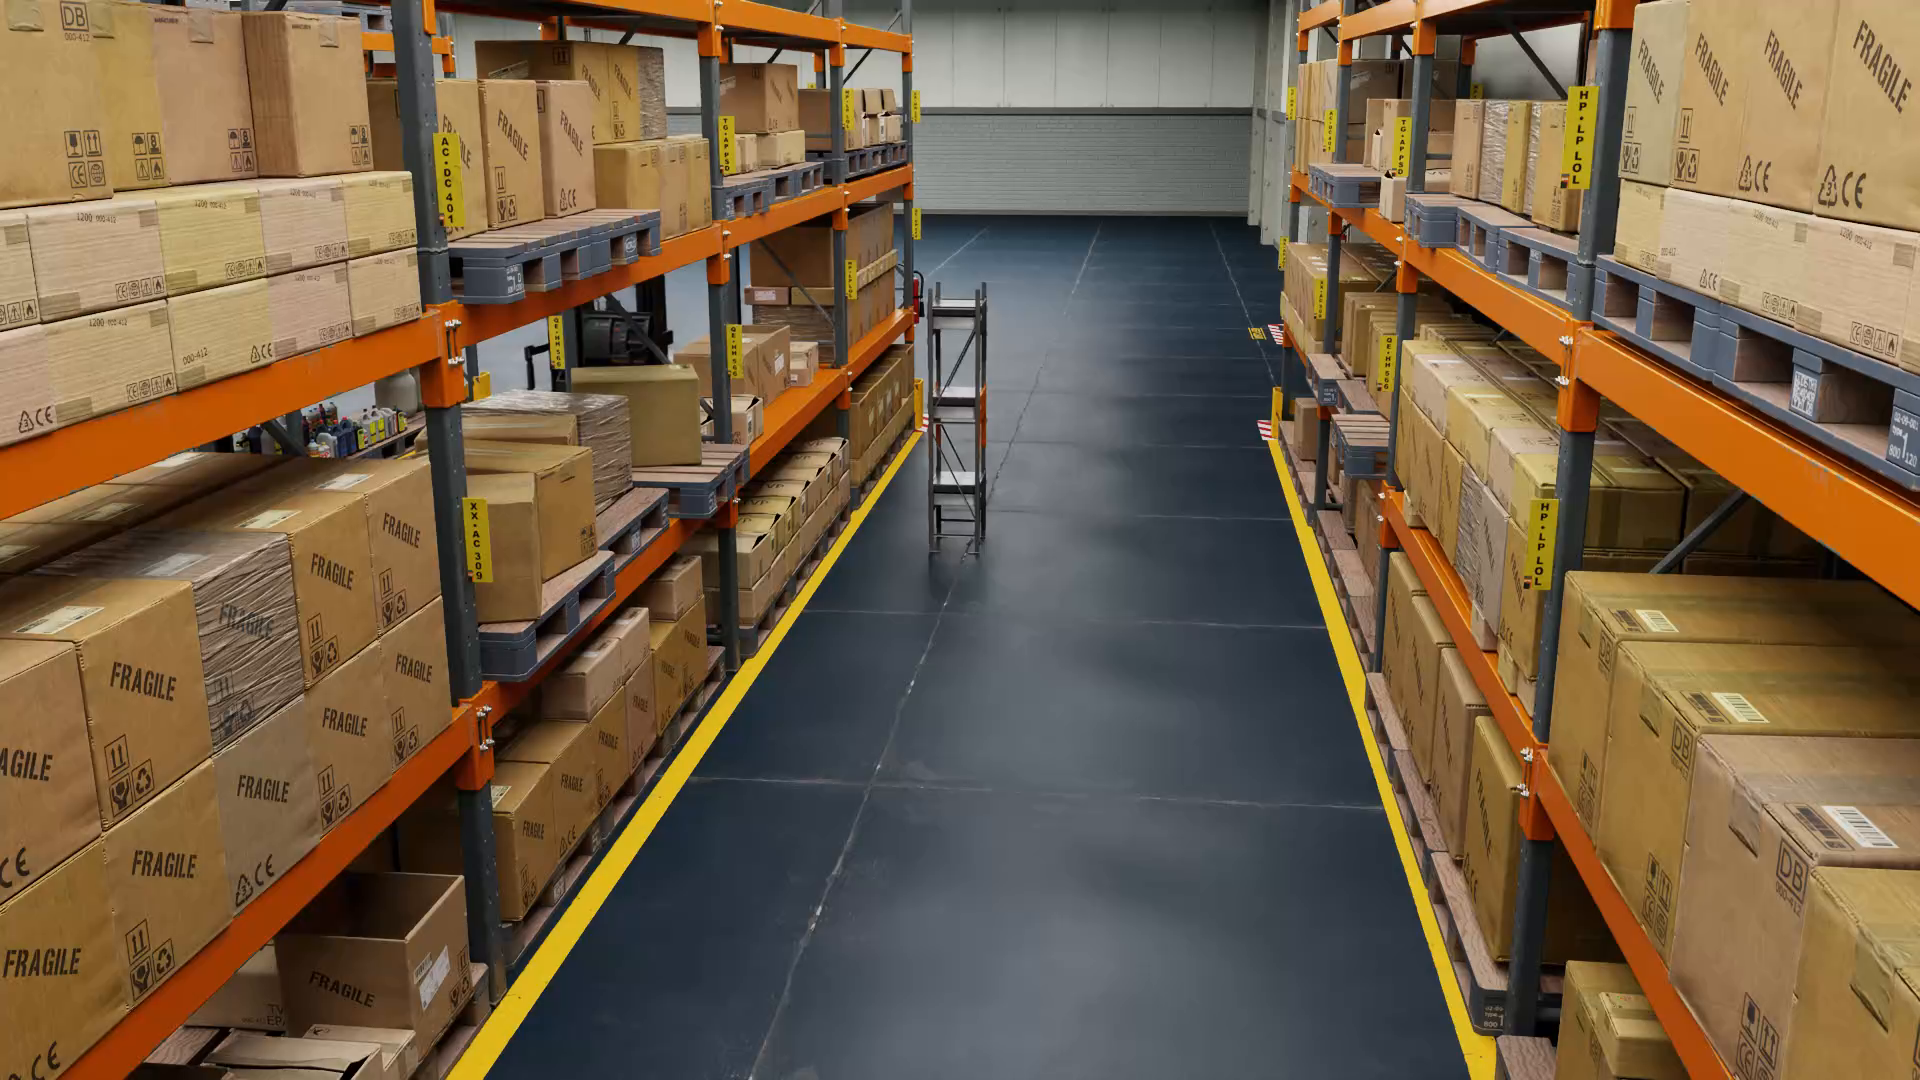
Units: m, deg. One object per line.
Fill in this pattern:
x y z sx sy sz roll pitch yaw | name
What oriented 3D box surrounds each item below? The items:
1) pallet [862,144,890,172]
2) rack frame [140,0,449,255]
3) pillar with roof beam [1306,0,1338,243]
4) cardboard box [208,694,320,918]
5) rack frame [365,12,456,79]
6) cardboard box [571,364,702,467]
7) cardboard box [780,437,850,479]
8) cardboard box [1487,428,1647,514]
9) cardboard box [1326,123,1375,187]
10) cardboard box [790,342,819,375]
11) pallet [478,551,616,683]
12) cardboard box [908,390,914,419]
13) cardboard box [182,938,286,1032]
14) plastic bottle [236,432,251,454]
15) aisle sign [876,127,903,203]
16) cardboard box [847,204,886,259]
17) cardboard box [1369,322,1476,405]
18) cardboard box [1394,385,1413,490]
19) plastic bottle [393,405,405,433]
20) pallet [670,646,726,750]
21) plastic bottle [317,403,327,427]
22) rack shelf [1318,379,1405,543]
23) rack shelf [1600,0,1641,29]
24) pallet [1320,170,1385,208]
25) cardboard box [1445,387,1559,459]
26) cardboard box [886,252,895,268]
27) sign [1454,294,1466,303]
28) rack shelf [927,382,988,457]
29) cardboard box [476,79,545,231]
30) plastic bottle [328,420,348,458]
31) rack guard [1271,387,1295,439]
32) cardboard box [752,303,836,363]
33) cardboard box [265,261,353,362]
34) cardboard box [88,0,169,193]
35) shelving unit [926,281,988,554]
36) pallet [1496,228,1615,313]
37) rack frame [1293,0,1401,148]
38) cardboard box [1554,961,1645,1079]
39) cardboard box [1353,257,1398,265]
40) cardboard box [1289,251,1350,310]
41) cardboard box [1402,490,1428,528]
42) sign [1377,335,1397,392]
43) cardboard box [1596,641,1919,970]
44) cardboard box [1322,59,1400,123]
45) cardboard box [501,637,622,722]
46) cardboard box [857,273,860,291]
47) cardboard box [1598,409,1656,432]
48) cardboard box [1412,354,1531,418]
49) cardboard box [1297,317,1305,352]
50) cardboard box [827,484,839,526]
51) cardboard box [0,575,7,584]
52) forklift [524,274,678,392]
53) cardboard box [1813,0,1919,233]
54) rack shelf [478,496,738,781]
-1.243 -3.612 15.697 1.003 0.211 1.213 2 15 6 | pallet
-2.357 -2.490 5.633 1.000 3.000 0.127 2 15 6 | rack frame
1.777 -8.490 27.820 9.100 9.000 0.400 2 15 6 | pillar with roof beam
-2.271 0.762 4.908 0.500 0.500 0.500 2 15 8 | cardboard box
-5.924 -5.750 17.686 1.000 3.000 0.127 2 15 6 | rack frame
-1.864 -0.716 9.568 0.700 0.500 0.500 -3 16 -13 | cardboard box
-1.215 -0.702 13.900 0.500 0.311 0.500 2 15 6 | cardboard box
2.431 -0.274 6.693 0.500 0.250 0.500 2 15 7 | cardboard box
3.280 -3.169 13.660 0.500 0.500 0.500 2 15 8 | cardboard box
-1.466 -1.468 13.632 0.500 0.250 0.500 3 15 10 | cardboard box
-2.158 0.294 7.195 1.003 0.211 1.213 2 15 6 | pallet
-0.770 -1.434 17.683 0.500 0.250 0.500 2 15 6 | cardboard box
-2.619 1.594 6.330 0.500 0.311 0.500 2 15 6 | cardboard box
-6.649 -0.852 15.427 0.061 0.283 0.133 2 15 9 | plastic bottle
-0.703 -3.970 17.617 0.394 0.787 0.004 2 15 6 | aisle sign
-1.128 -3.110 16.741 0.700 0.500 0.500 1 15 5 | cardboard box
3.179 -1.194 11.295 0.700 0.500 0.500 2 15 6 | cardboard box
2.708 -0.570 9.224 0.500 0.500 0.500 2 15 8 | cardboard box
-5.691 -1.235 16.843 0.061 0.283 0.133 2 15 8 | plastic bottle
-2.027 0.907 9.904 1.003 0.211 1.213 2 15 6 | pallet
-6.482 -1.236 16.846 0.061 0.283 0.133 2 15 7 | plastic bottle
3.243 -0.658 11.729 1.077 0.370 4.000 2 15 6 | rack shelf
2.340 -1.286 3.324 1.077 0.370 4.000 2 15 6 | rack shelf
3.179 -2.456 11.610 1.213 0.211 1.003 2 15 6 | pallet
2.546 -0.539 7.671 0.500 0.250 0.500 1 15 5 | cardboard box
-0.885 -2.896 17.190 0.380 0.149 0.250 2 15 8 | cardboard box
4.020 -2.068 13.345 0.100 0.325 0.005 2 15 6 | sign
-0.019 -0.958 13.233 0.431 0.518 0.480 2 15 6 | rack shelf
-2.174 -1.644 7.062 0.600 0.600 0.600 2 15 6 | cardboard box
-5.872 -0.947 15.650 0.144 0.351 0.185 2 15 8 | plastic bottle
3.911 -1.335 17.643 1.175 0.500 0.348 2 15 6 | rack guard
-1.410 -1.833 14.502 0.700 0.500 0.500 1 15 5 | cardboard box
-2.214 -0.707 5.070 0.500 0.250 0.500 2 15 6 | cardboard box
-2.621 -1.191 4.466 0.700 0.500 0.500 2 15 6 | cardboard box
-0.019 -0.971 13.229 0.431 2.100 0.503 2 15 6 | shelving unit
2.620 -1.044 6.398 0.805 0.209 1.217 1 15 4 | pallet
3.920 -5.458 16.607 1.000 3.000 0.127 2 15 6 | rack frame
2.379 1.745 5.445 0.700 0.500 0.500 2 15 7 | cardboard box
3.900 -2.338 15.372 0.500 0.500 0.500 2 15 7 | cardboard box
3.437 -2.484 15.916 0.500 0.500 0.500 1 15 4 | cardboard box
2.599 -0.165 8.970 0.380 0.149 0.250 2 15 8 | cardboard box
2.477 -1.021 9.626 0.100 0.325 0.005 2 15 6 | sign
2.400 0.735 4.623 0.980 0.700 0.700 1 15 5 | cardboard box
3.255 -3.651 13.525 0.500 0.500 0.500 0 15 1 | cardboard box
-1.947 0.660 7.983 0.500 0.250 0.500 2 15 6 | cardboard box
-1.117 -2.360 15.208 0.380 0.149 0.250 1 15 4 | cardboard box
2.980 -0.391 7.124 0.500 0.250 0.500 1 15 4 | cardboard box
2.650 -0.801 8.641 0.500 0.250 0.500 1 15 5 | cardboard box
3.327 -1.853 15.018 0.500 0.250 0.500 2 15 6 | cardboard box
-1.272 -0.298 13.479 0.500 0.250 0.500 1 15 5 | cardboard box
-2.863 0.390 4.367 0.500 0.500 0.500 2 15 8 | cardboard box
-3.315 -1.874 14.978 1.130 2.935 3.031 4 16 14 | forklift
2.044 -0.864 3.217 0.500 0.500 0.500 1 15 4 | cardboard box
-2.131 0.234 8.428 1.077 0.370 4.000 2 15 6 | rack shelf
